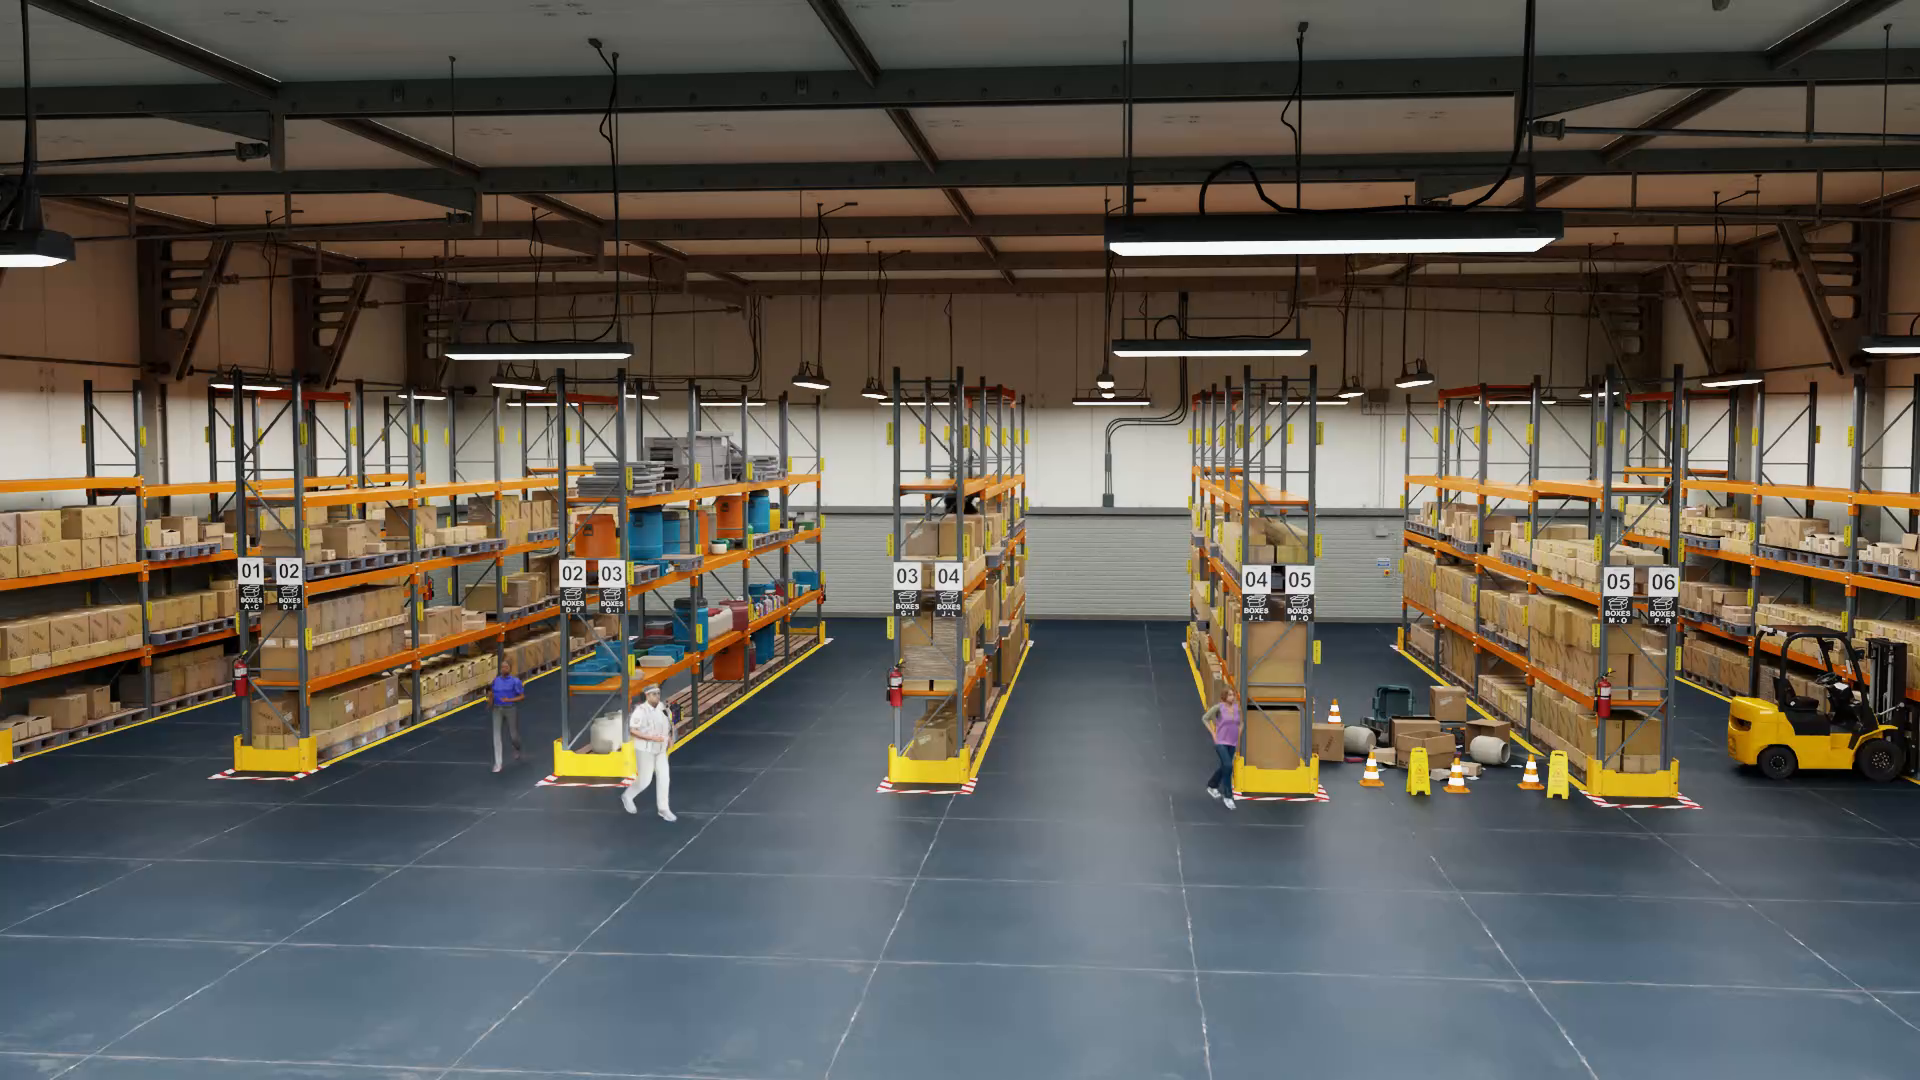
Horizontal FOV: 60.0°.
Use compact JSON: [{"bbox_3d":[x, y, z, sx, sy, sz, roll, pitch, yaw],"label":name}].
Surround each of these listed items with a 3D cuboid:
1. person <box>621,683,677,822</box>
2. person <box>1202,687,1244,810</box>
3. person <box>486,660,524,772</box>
[{"bbox_3d":[-4.071,2.762,21.844,0.866,1.804,0.686,3,4,37],"label":"person"},{"bbox_3d":[3.594,2.809,22.615,0.548,1.625,0.685,-2,4,-29],"label":"person"},{"bbox_3d":[-6.869,2.631,25.067,0.608,1.629,0.825,0,4,3],"label":"person"}]
